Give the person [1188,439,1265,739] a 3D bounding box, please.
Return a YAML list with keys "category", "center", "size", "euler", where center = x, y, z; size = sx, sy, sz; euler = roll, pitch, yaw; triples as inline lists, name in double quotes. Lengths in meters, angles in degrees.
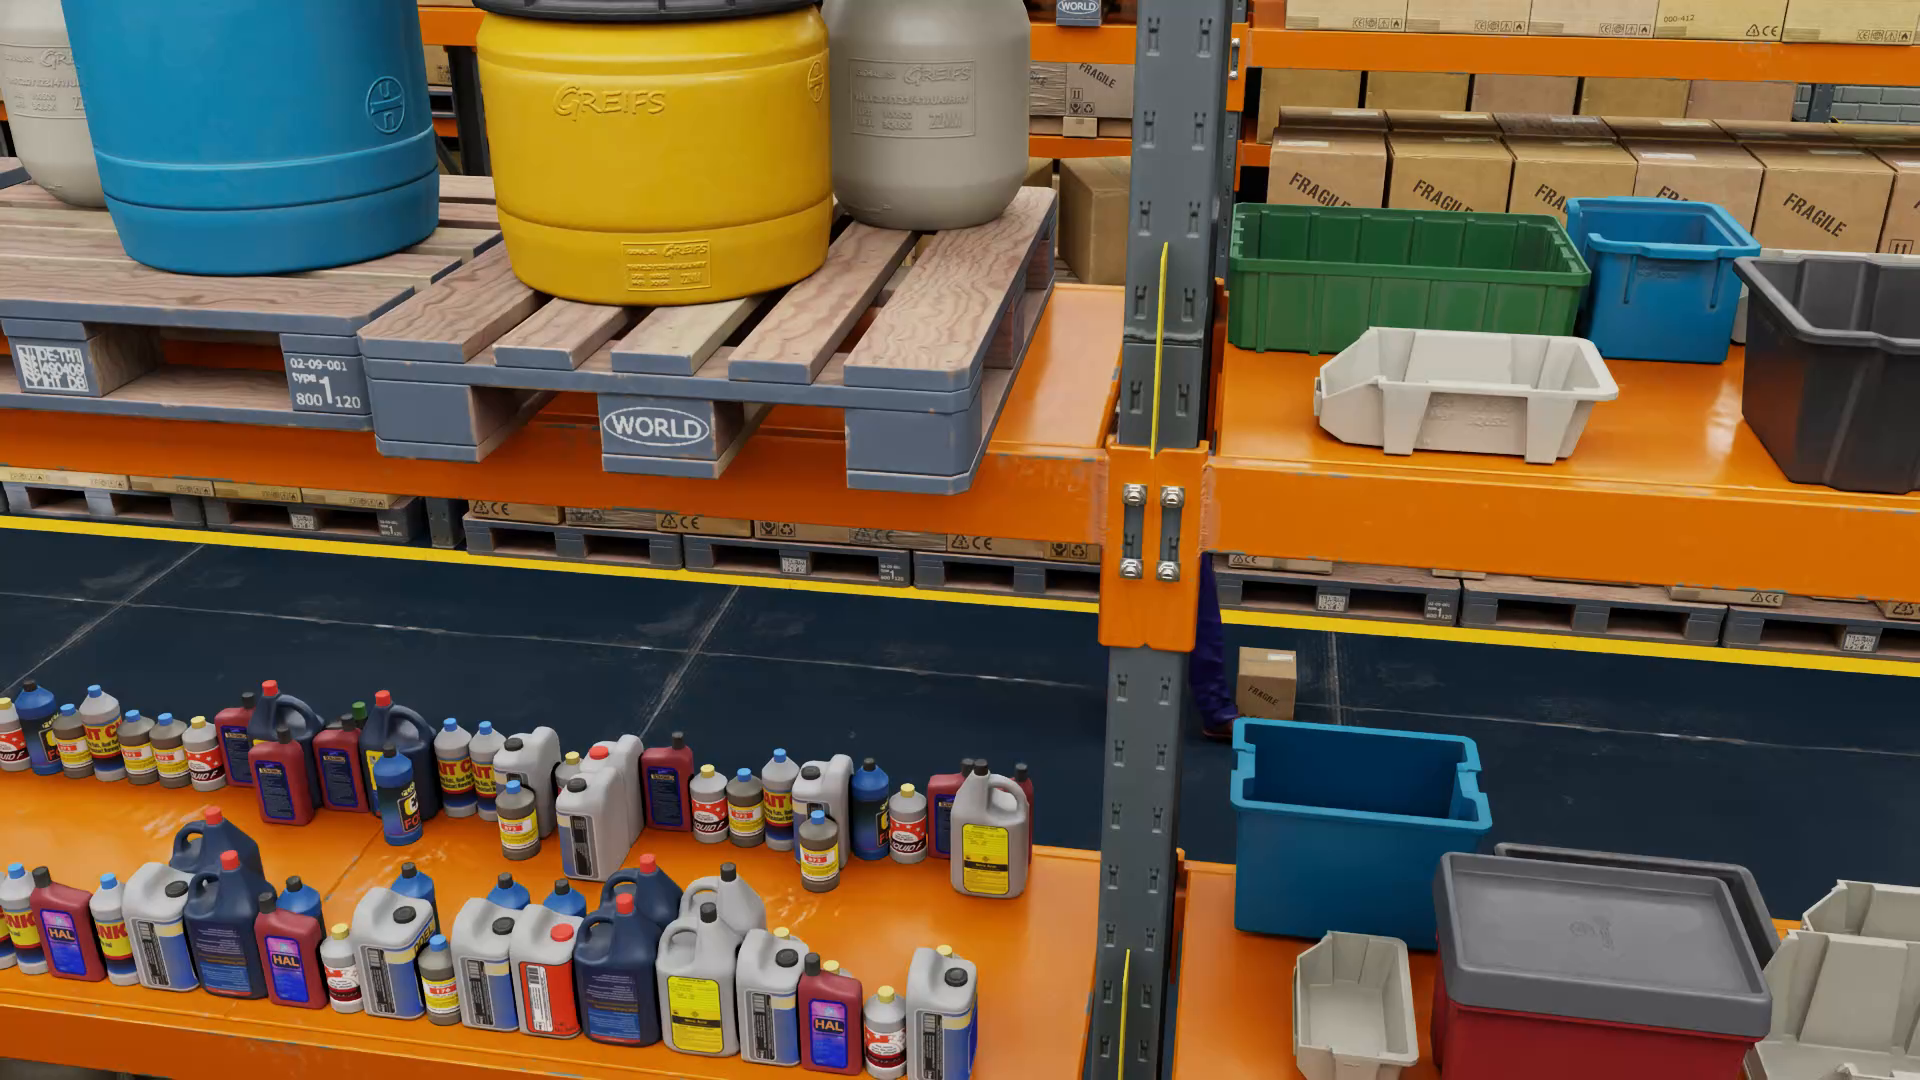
- category: "person"
  center: [1.021, 0.051, 7.006]
  size: [0.699, 1.635, 0.489]
  euler: [4, 25, 8]
